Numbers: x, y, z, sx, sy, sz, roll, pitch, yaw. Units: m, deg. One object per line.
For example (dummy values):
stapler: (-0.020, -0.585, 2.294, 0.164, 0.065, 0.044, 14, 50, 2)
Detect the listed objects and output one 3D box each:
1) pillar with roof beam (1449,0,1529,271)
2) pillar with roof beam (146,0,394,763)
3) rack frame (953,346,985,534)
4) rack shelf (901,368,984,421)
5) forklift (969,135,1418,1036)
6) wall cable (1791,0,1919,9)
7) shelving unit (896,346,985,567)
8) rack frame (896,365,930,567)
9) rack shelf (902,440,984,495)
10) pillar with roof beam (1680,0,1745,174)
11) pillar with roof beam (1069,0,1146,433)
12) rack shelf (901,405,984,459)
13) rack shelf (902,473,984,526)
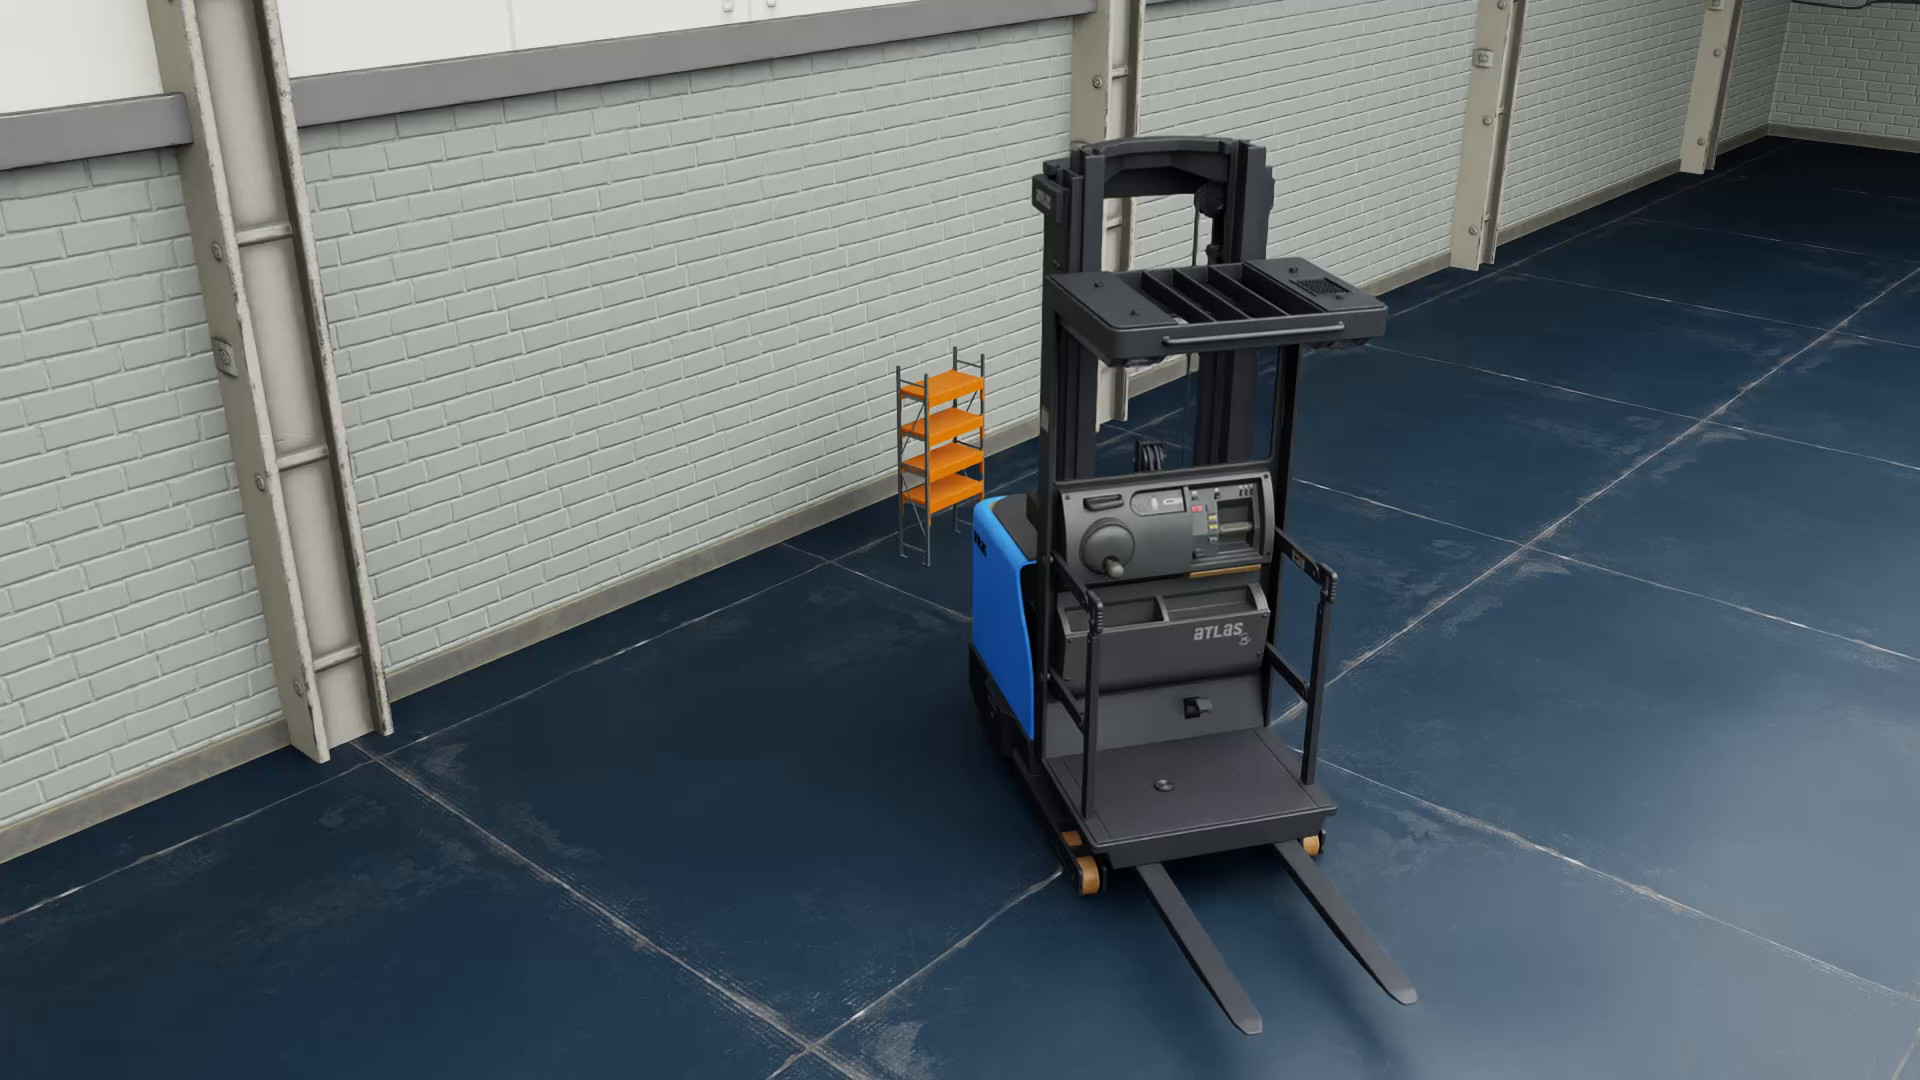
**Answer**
pillar with roof beam: (8.197, -5.628, 11.803, 9.100, 9.000, 0.400, 20, 31, 38)
pillar with roof beam: (0.188, -1.972, 3.649, 9.100, 9.000, 0.400, 20, 31, 38)
rack frame: (0.052, -0.571, 10.058, 0.240, 1.200, 0.015, 20, 31, 38)
rack shelf: (-0.110, -0.856, 9.731, 0.258, 0.148, 0.480, 20, 31, 38)
forklift: (0.929, -0.031, 6.737, 1.130, 2.935, 3.031, -6, 25, -14)
wall cable: (11.947, -7.751, 20.334, 3.097, 2.526, 0.112, 20, 31, 38)
shelving unit: (-0.110, -0.497, 9.892, 0.258, 1.200, 0.503, 20, 31, 38)
rack frame: (-0.273, -0.423, 9.726, 0.240, 1.200, 0.015, 20, 31, 38)
rack shelf: (-0.110, -0.436, 9.920, 0.258, 0.148, 0.480, 20, 31, 38)
pillar with roof beam: (12.202, -7.456, 15.880, 9.100, 9.000, 0.400, 20, 31, 38)
pillar with roof beam: (4.193, -3.800, 7.726, 9.100, 9.000, 0.400, 20, 31, 38)
rack shelf: (-0.110, -0.640, 9.828, 0.258, 0.148, 0.480, 20, 31, 38)
rack shelf: (-0.110, -0.254, 10.001, 0.258, 0.148, 0.480, 20, 31, 38)
